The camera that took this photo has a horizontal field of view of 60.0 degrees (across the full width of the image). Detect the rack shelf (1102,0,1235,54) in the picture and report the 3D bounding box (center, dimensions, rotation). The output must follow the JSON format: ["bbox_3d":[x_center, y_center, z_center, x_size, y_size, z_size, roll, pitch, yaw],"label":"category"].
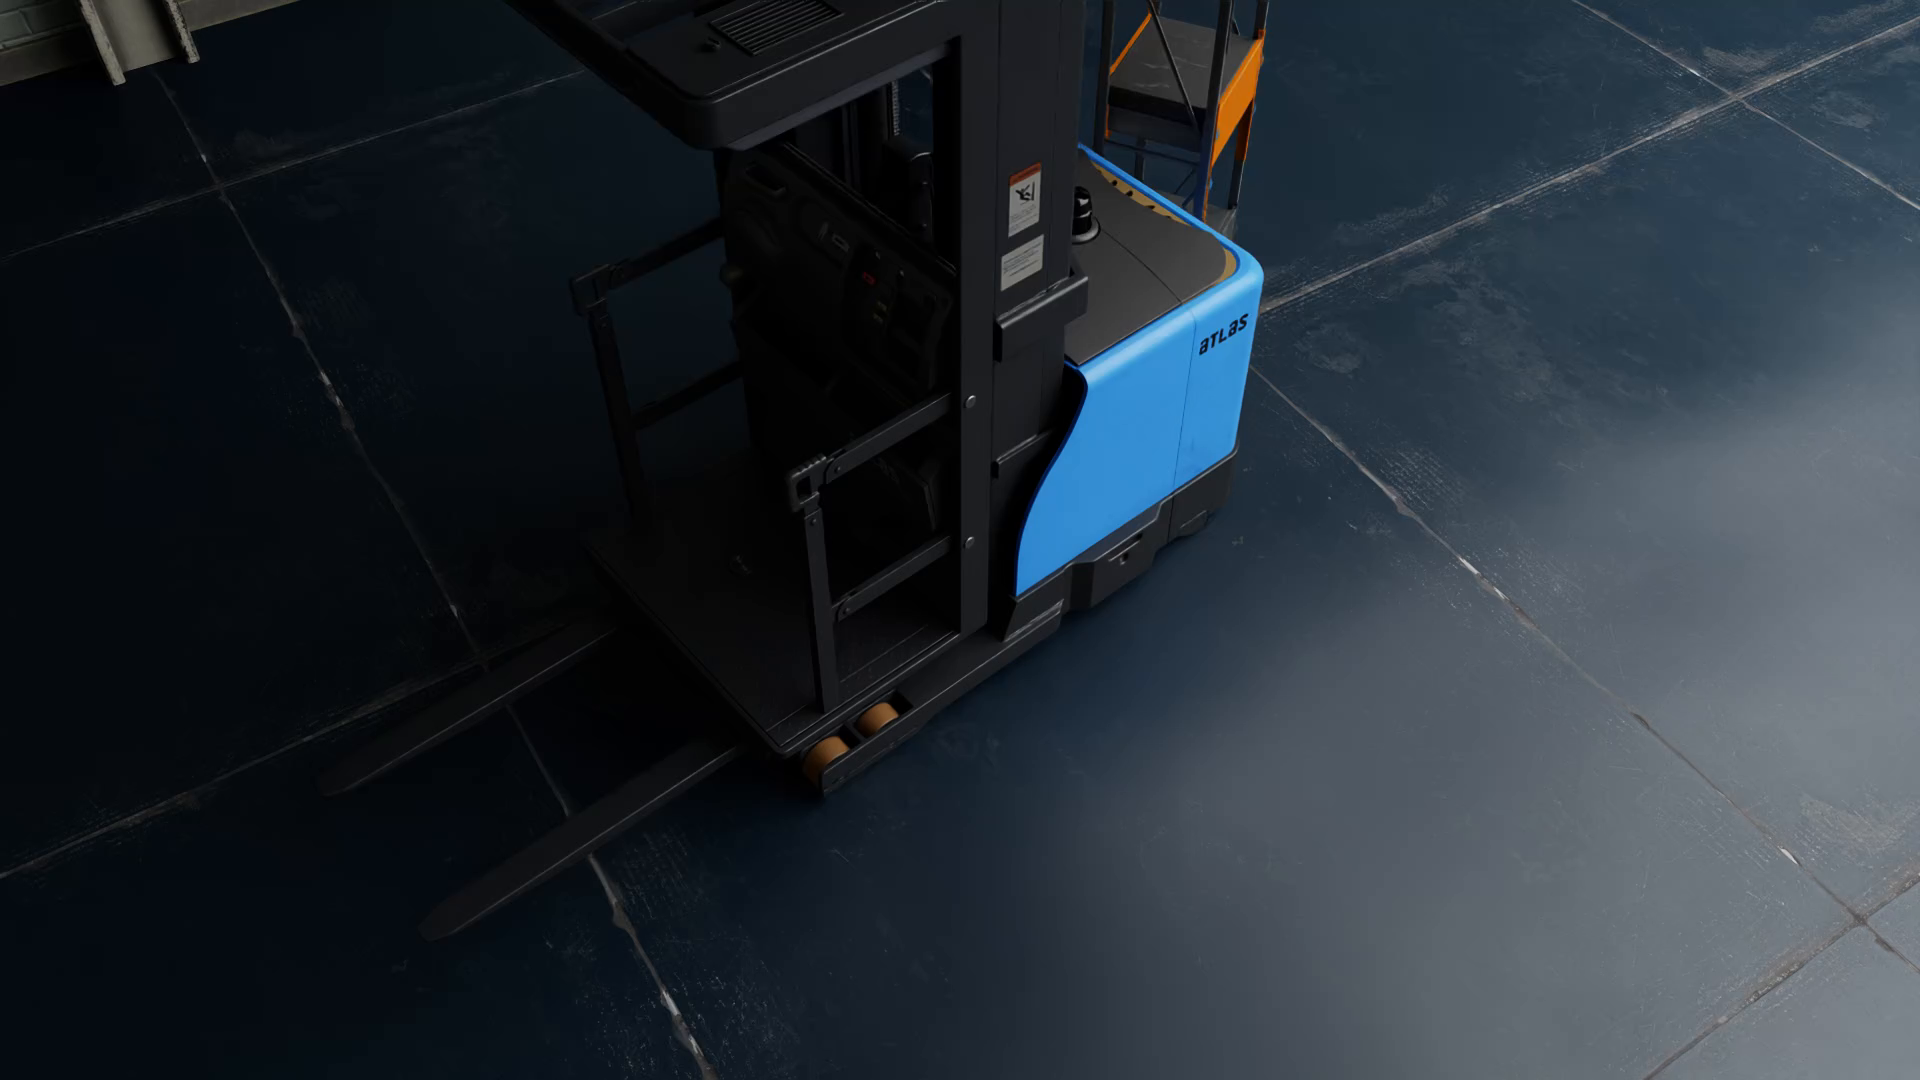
[{"bbox_3d":[0.731,-1.889,5.107,0.431,0.518,0.480,19,51,16],"label":"rack shelf"}]

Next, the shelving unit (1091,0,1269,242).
[{"bbox_3d":[0.729,-1.433,5.620,0.431,2.100,0.503,19,51,16],"label":"shelving unit"}]

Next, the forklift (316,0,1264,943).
[{"bbox_3d":[-0.502,-0.662,4.377,3.031,2.935,1.130,-32,56,-26],"label":"forklift"}]

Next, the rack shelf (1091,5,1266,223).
[{"bbox_3d":[0.729,-1.424,5.630,0.431,0.518,0.480,19,51,16],"label":"rack shelf"}]

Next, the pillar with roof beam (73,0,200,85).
[{"bbox_3d":[-1.487,-2.525,1.973,0.400,9.000,9.100,-25,53,-21],"label":"pillar with roof beam"}]

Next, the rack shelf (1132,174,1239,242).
[{"bbox_3d":[0.728,-0.959,6.153,0.431,0.518,0.480,19,51,16],"label":"rack shelf"}]

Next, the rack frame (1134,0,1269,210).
[{"bbox_3d":[0.830,-1.599,5.768,0.400,2.100,0.015,19,51,16],"label":"rack frame"}]

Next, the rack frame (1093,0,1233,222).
[{"bbox_3d":[0.629,-1.267,5.472,0.400,2.100,0.015,19,51,16],"label":"rack frame"}]
